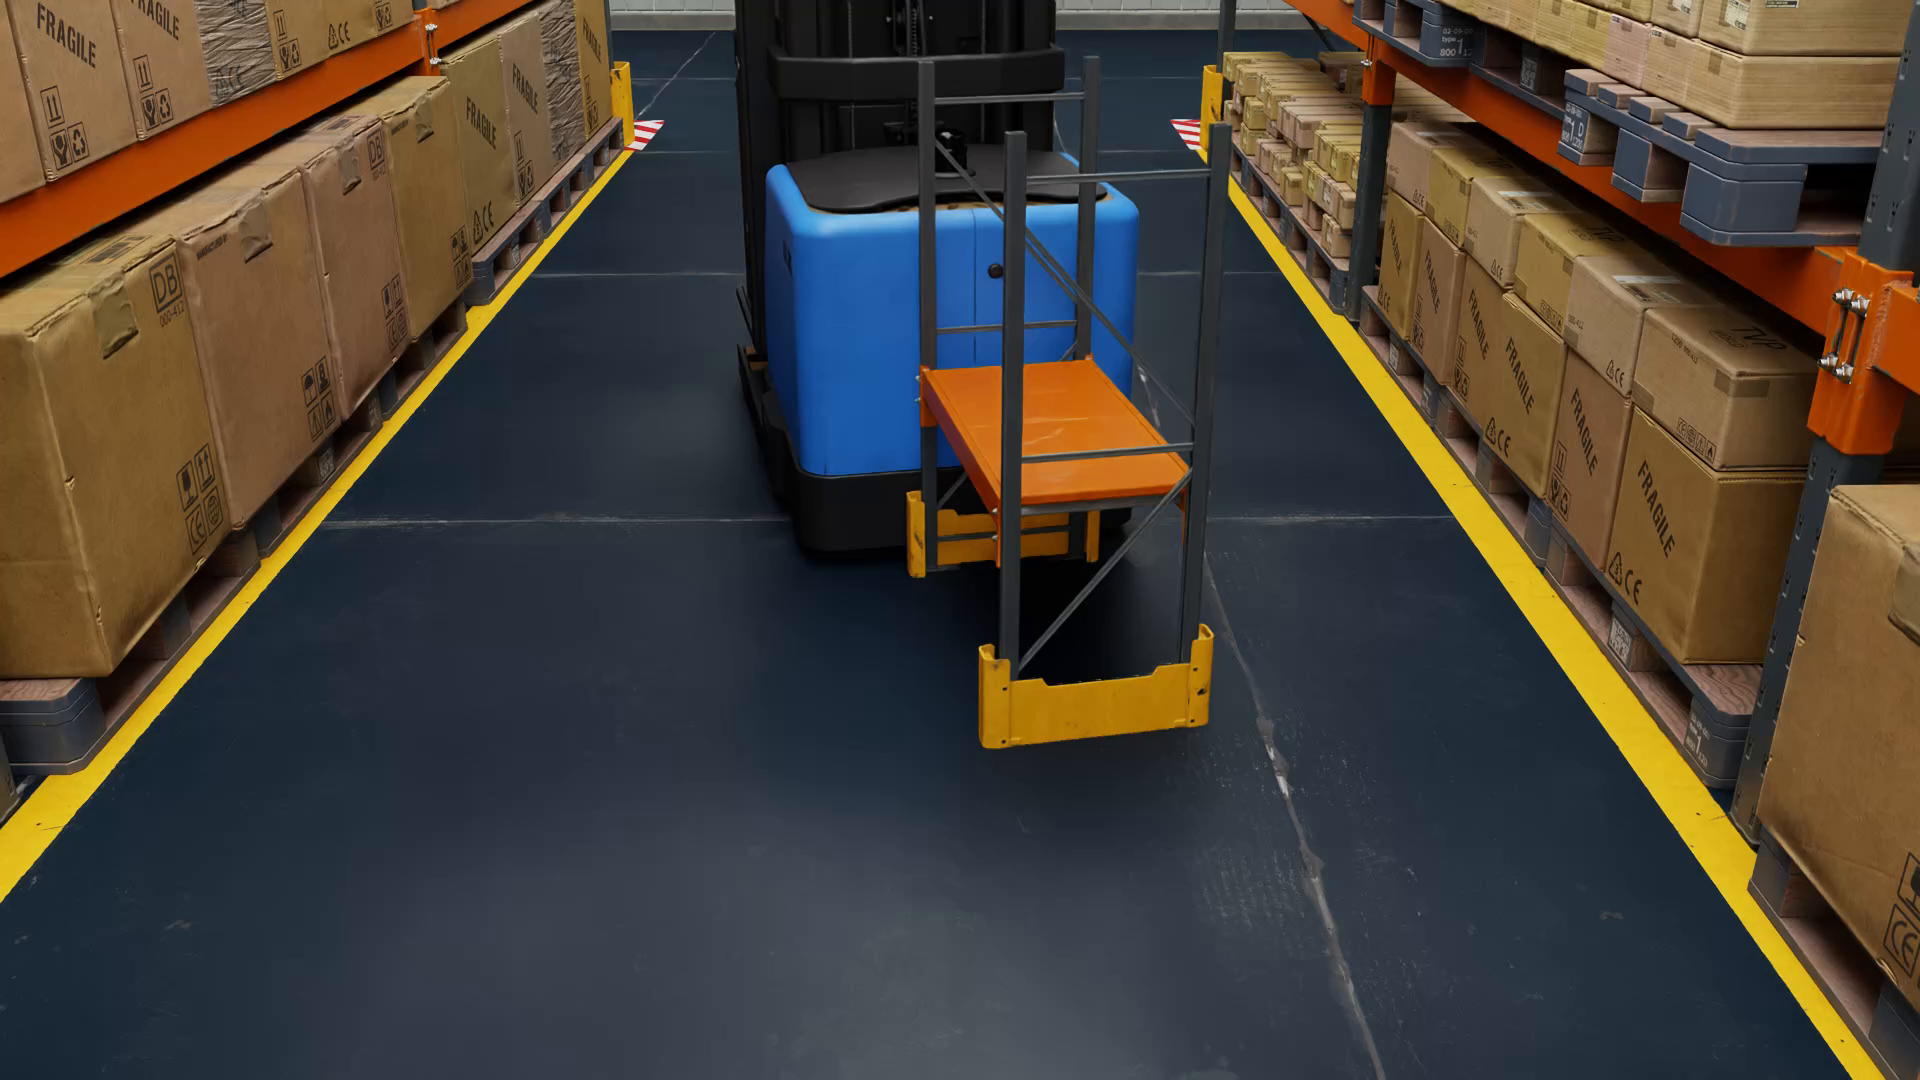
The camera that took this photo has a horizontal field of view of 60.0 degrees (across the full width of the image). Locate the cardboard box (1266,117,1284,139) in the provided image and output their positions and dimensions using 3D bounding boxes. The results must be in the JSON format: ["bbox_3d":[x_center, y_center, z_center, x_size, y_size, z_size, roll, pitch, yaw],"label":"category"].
[{"bbox_3d":[1.961,-2.381,9.463,0.380,0.149,0.250,-1,24,-3],"label":"cardboard box"}]

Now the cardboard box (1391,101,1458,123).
[{"bbox_3d":[2.401,-2.199,8.700,0.380,0.149,0.250,-1,24,-3],"label":"cardboard box"}]

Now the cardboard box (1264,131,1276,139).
[{"bbox_3d":[1.953,-2.253,9.542,0.380,0.149,0.250,0,24,0],"label":"cardboard box"}]

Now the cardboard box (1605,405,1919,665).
[{"bbox_3d":[2.001,-0.025,4.188,0.500,0.500,0.500,0,24,-1],"label":"cardboard box"}]

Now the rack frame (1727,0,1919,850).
[{"bbox_3d":[2.269,-0.702,3.163,1.000,3.000,0.127,0,24,-1],"label":"rack frame"}]

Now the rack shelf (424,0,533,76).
[{"bbox_3d":[-2.757,-2.866,8.820,1.077,0.370,4.000,0,24,-1],"label":"rack shelf"}]

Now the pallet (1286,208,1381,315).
[{"bbox_3d":[2.183,-1.357,7.993,1.003,0.211,1.213,0,24,-1],"label":"pallet"}]

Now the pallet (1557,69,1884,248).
[{"bbox_3d":[2.155,-0.908,3.850,1.213,0.211,1.003,0,24,-1],"label":"pallet"}]

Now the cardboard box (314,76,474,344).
[{"bbox_3d":[-2.708,-1.329,6.618,1.225,0.875,0.875,0,24,0],"label":"cardboard box"}]

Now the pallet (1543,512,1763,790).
[{"bbox_3d":[2.262,0.246,4.449,1.003,0.211,1.213,0,24,-1],"label":"pallet"}]

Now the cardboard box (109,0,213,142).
[{"bbox_3d":[-2.442,-1.392,4.567,0.500,0.500,0.500,-1,24,-2],"label":"cardboard box"}]

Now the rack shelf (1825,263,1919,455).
[{"bbox_3d":[2.291,0.450,1.489,1.077,0.370,4.000,0,24,-1],"label":"rack shelf"}]

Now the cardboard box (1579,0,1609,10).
[{"bbox_3d":[1.796,-1.438,4.223,0.380,0.149,0.250,0,24,0],"label":"cardboard box"}]

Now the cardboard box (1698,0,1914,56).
[{"bbox_3d":[1.809,-1.116,3.512,0.380,0.149,0.250,0,24,1],"label":"cardboard box"}]

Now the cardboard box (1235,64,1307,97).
[{"bbox_3d":[1.846,-2.727,9.868,0.380,0.149,0.250,0,24,-1],"label":"cardboard box"}]

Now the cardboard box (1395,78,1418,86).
[{"bbox_3d":[2.514,-2.518,9.405,0.380,0.149,0.250,1,24,1],"label":"cardboard box"}]

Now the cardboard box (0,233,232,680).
[{"bbox_3d":[-2.678,-0.229,4.186,1.225,0.875,0.875,-1,24,-3],"label":"cardboard box"}]

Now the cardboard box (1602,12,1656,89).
[{"bbox_3d":[1.800,-1.189,4.033,0.380,0.149,0.250,0,24,0],"label":"cardboard box"}]

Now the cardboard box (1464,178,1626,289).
[{"bbox_3d":[1.979,-1.009,5.455,0.500,0.250,0.500,1,24,1],"label":"cardboard box"}]

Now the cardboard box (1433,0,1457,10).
[{"bbox_3d":[1.783,-1.837,5.468,0.380,0.149,0.250,-1,24,-3],"label":"cardboard box"}]

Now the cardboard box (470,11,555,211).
[{"bbox_3d":[-2.672,-2.236,8.623,0.875,0.875,0.875,0,24,-1],"label":"cardboard box"}]

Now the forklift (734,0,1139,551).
[{"bbox_3d":[-0.265,-1.882,5.854,1.130,2.935,3.031,-5,25,-11],"label":"forklift"}]

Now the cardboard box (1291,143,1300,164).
[{"bbox_3d":[1.959,-2.048,8.727,0.380,0.149,0.250,-1,24,-3],"label":"cardboard box"}]

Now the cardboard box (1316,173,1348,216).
[{"bbox_3d":[1.889,-1.618,7.777,0.380,0.149,0.250,-1,24,-3],"label":"cardboard box"}]

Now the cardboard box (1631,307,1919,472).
[{"bbox_3d":[2.000,-0.377,4.057,0.500,0.250,0.500,-1,24,-2],"label":"cardboard box"}]

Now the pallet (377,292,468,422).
[{"bbox_3d":[-2.651,-0.782,6.722,1.003,0.211,1.213,0,24,-1],"label":"pallet"}]

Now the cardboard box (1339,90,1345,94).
[{"bbox_3d":[2.481,-2.596,9.940,0.380,0.149,0.250,-1,24,-3],"label":"cardboard box"}]

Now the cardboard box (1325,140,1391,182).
[{"bbox_3d":[1.919,-1.764,7.739,0.380,0.149,0.250,0,24,0],"label":"cardboard box"}]

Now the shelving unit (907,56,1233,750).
[{"bbox_3d":[0.235,-0.407,4.329,0.587,1.500,1.083,-5,25,-11],"label":"shelving unit"}]

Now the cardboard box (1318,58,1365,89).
[{"bbox_3d":[2.386,-2.841,10.120,0.380,0.149,0.250,0,24,0],"label":"cardboard box"}]

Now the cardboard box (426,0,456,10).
[{"bbox_3d":[-2.406,-2.379,7.174,0.380,0.149,0.250,0,24,0],"label":"cardboard box"}]

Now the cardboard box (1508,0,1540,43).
[{"bbox_3d":[1.796,-1.509,4.741,0.380,0.149,0.250,0,24,1],"label":"cardboard box"}]

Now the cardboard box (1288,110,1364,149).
[{"bbox_3d":[1.889,-2.085,8.449,0.380,0.149,0.250,-1,24,-3],"label":"cardboard box"}]

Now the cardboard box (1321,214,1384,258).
[{"bbox_3d":[1.881,-1.403,7.662,0.380,0.149,0.250,0,24,0],"label":"cardboard box"}]

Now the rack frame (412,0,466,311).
[{"bbox_3d":[-2.735,-2.370,6.850,1.000,3.000,0.127,0,24,-1],"label":"rack frame"}]

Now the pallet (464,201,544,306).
[{"bbox_3d":[-2.665,-1.413,8.118,1.003,0.211,1.213,0,24,-1],"label":"pallet"}]

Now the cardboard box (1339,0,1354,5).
[{"bbox_3d":[1.877,-2.458,7.350,0.380,0.149,0.250,-1,24,-2],"label":"cardboard box"}]

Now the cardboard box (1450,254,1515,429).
[{"bbox_3d":[1.995,-0.663,5.601,0.500,0.500,0.500,0,24,0],"label":"cardboard box"}]

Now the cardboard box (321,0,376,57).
[{"bbox_3d":[-2.458,-2.020,5.955,0.500,0.500,0.500,0,24,1],"label":"cardboard box"}]

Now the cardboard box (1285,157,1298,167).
[{"bbox_3d":[1.934,-1.937,8.843,0.380,0.149,0.250,0,24,0],"label":"cardboard box"}]

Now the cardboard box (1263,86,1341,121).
[{"bbox_3d":[1.882,-2.403,9.150,0.380,0.149,0.250,0,24,0],"label":"cardboard box"}]

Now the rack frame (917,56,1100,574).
[{"bbox_3d":[0.133,-0.608,4.774,0.500,1.500,0.032,-5,25,-11],"label":"rack frame"}]

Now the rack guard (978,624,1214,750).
[{"bbox_3d":[0.338,0.364,4.143,0.587,0.250,0.087,-5,25,-11],"label":"rack guard"}]
